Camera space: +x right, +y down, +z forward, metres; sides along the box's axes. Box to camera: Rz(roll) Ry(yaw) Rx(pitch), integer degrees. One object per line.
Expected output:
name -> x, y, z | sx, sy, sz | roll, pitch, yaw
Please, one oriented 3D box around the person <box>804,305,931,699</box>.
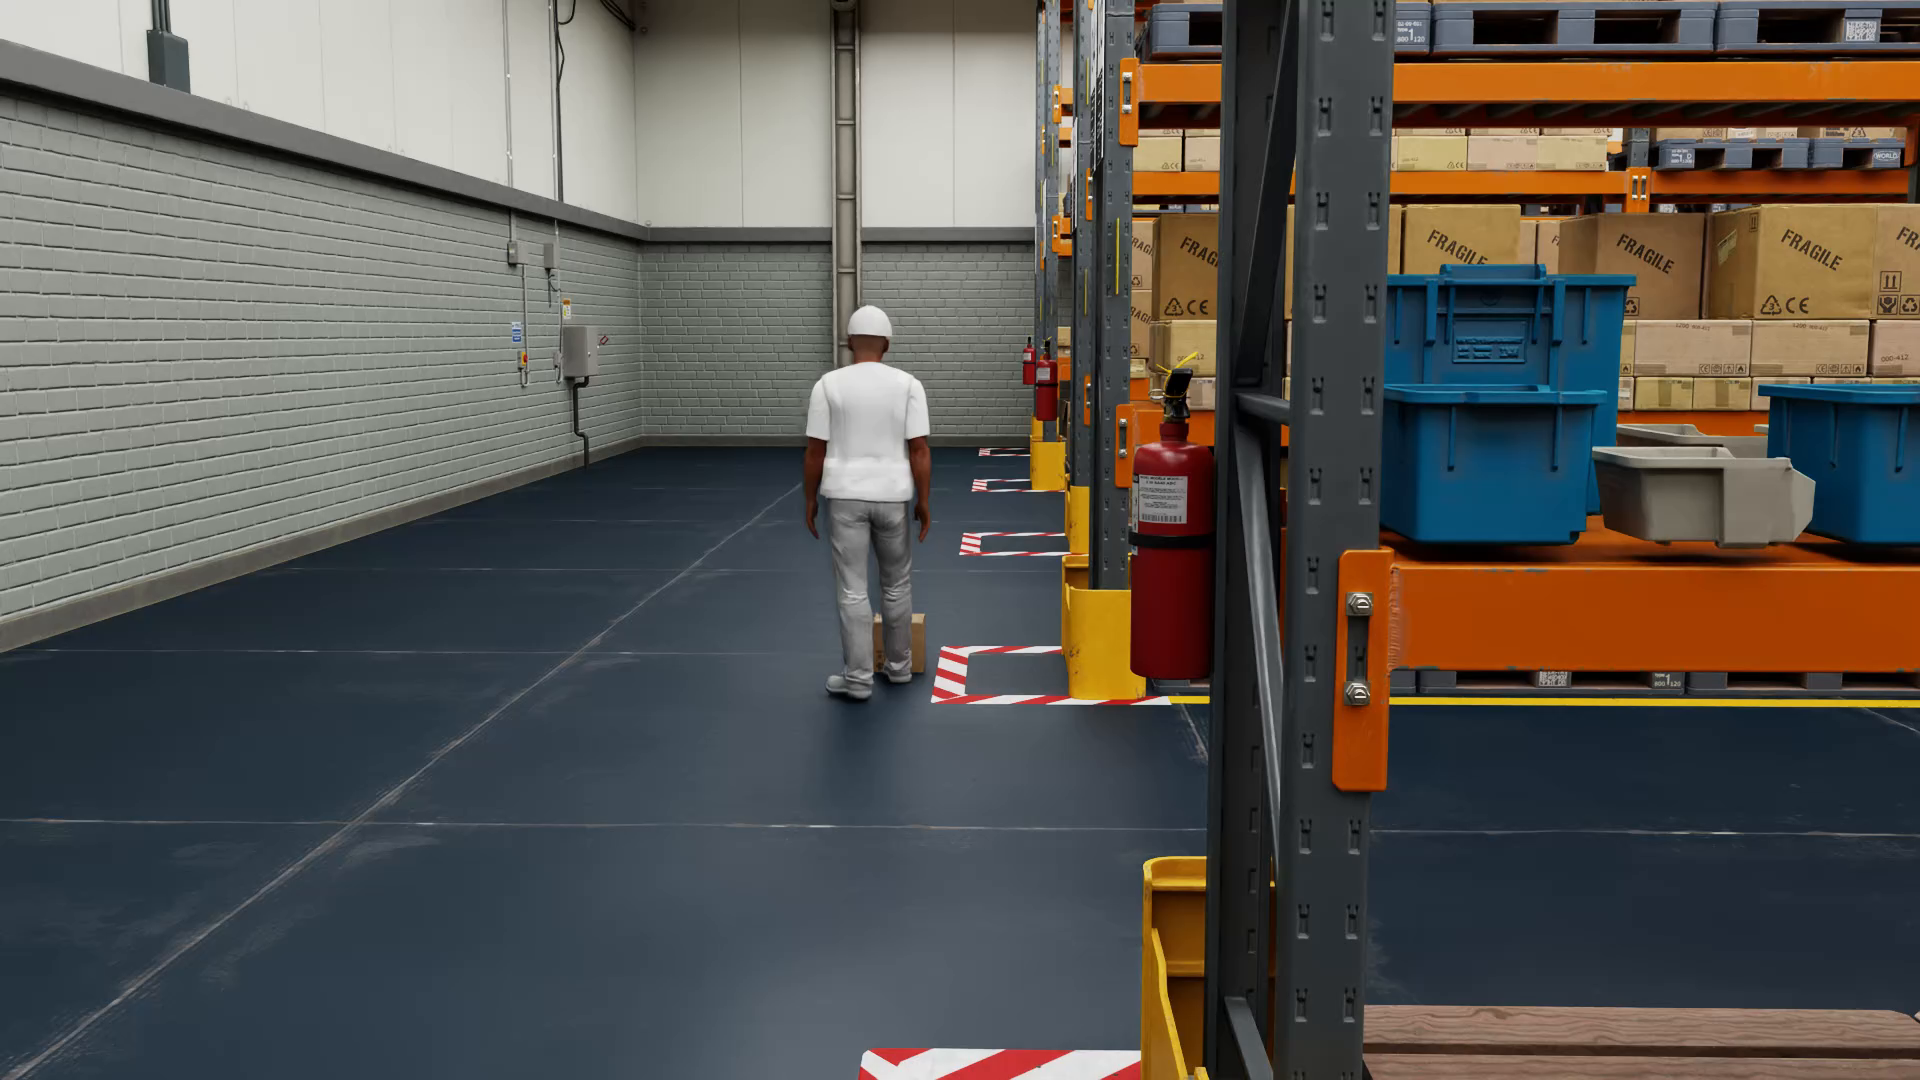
person -> -0.438, -0.189, 7.638 | 0.565, 1.760, 0.676 | -1, 7, -11
